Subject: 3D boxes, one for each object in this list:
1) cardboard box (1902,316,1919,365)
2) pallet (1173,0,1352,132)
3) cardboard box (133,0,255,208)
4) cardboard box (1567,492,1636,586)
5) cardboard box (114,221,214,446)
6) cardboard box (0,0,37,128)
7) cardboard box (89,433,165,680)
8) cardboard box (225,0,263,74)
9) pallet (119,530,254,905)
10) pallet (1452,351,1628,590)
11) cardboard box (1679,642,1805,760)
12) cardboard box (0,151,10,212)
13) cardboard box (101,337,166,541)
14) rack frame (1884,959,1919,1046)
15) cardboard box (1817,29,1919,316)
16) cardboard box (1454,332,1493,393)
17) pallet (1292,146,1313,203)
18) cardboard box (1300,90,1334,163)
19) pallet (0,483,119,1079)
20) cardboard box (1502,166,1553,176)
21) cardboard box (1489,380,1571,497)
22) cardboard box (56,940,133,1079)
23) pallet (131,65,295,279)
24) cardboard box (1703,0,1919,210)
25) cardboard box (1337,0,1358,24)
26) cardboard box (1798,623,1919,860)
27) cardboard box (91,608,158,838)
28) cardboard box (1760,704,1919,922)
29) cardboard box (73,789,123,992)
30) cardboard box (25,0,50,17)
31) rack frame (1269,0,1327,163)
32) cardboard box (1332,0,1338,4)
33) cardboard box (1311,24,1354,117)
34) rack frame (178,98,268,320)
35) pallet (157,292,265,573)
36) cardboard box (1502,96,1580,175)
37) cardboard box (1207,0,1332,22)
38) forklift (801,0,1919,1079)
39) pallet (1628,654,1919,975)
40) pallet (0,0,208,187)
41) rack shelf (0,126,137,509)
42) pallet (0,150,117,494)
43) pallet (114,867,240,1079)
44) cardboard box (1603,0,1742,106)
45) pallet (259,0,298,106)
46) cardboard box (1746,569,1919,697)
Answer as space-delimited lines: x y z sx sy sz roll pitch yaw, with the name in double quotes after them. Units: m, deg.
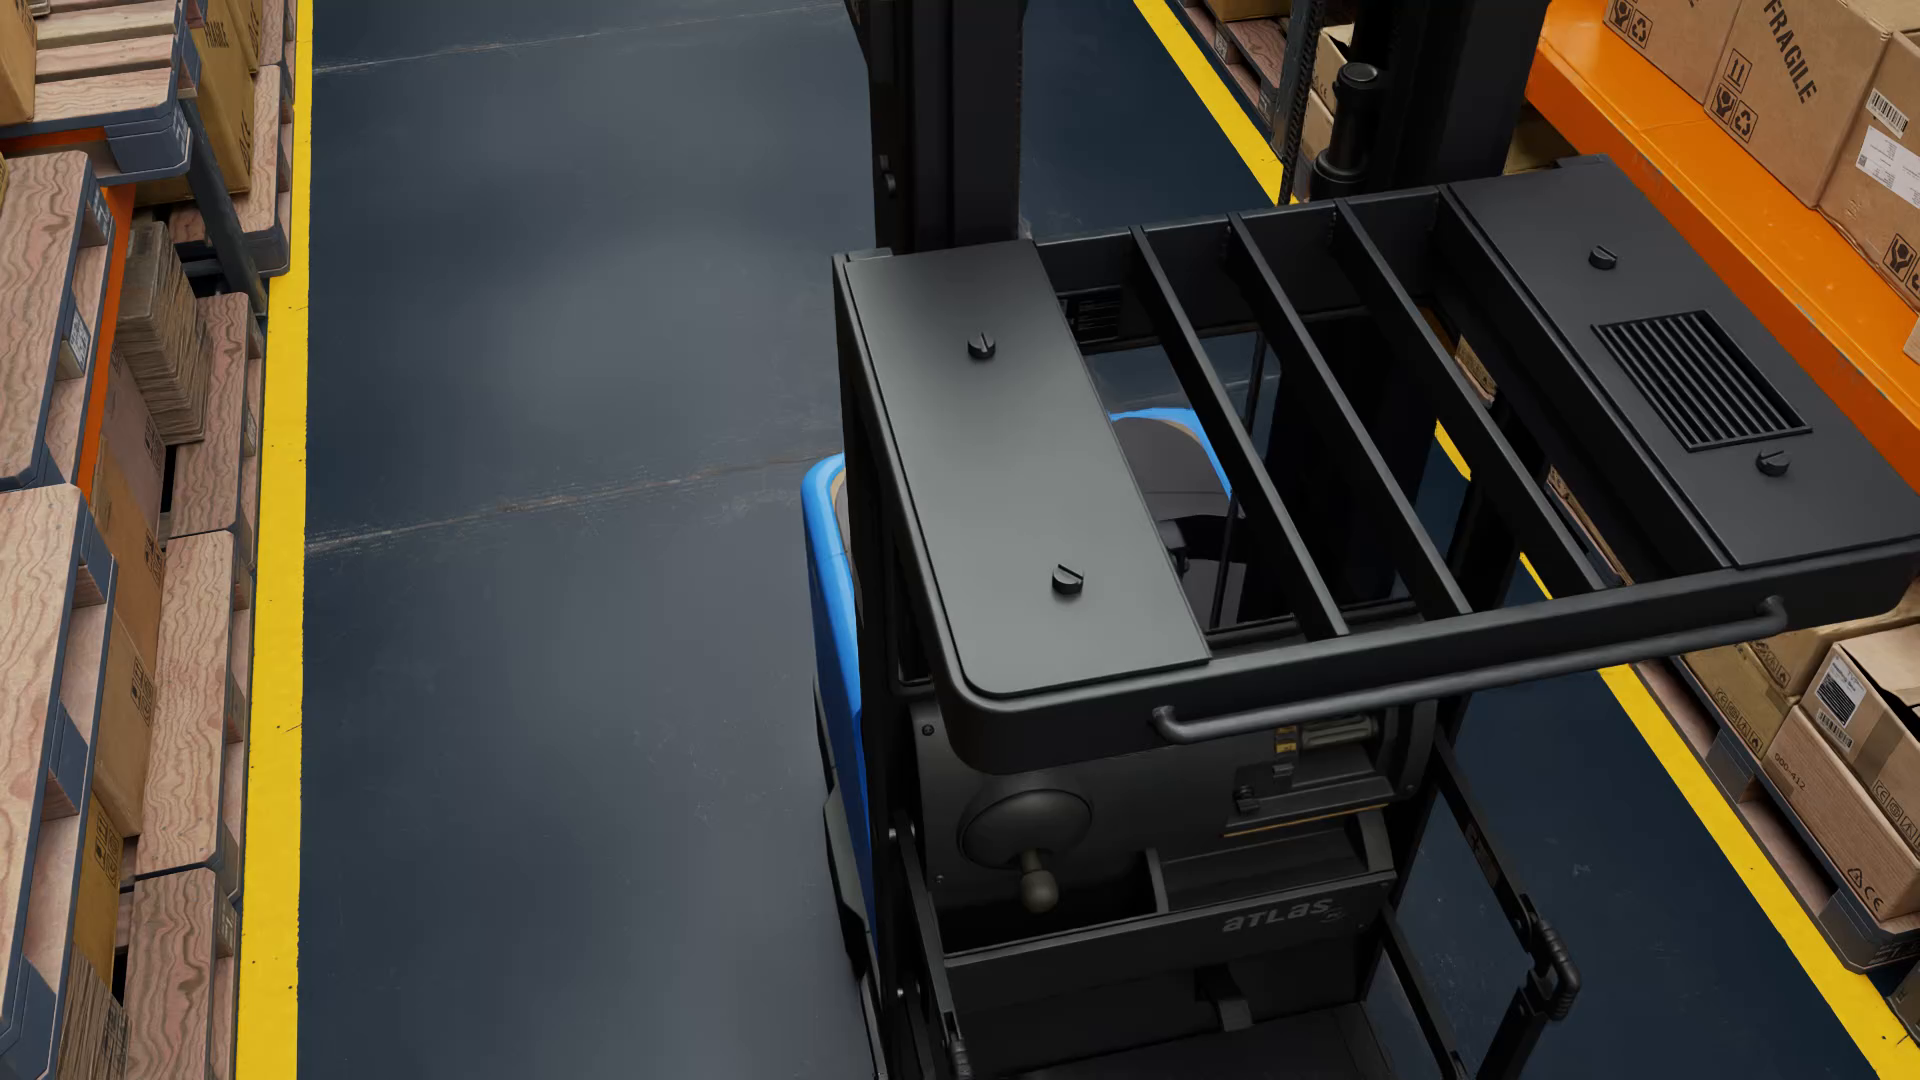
2.392 -0.481 3.716 0.396 0.266 0.258 -12 47 -11 "cardboard box"
1.616 -2.263 7.320 1.003 0.211 1.213 -11 47 -10 "pallet"
-3.078 -1.735 6.061 0.750 0.750 0.750 -11 47 -11 "cardboard box"
2.149 -0.076 4.855 0.500 0.250 0.500 -10 46 -9 "cardboard box"
-2.782 -0.600 5.180 0.700 0.500 0.500 -10 46 -10 "cardboard box"
-2.718 -1.294 4.040 0.700 0.500 0.500 -15 47 -14 "cardboard box"
-2.608 0.115 4.479 0.700 0.500 0.500 -11 47 -11 "cardboard box"
-3.297 -2.341 6.655 0.750 0.750 0.750 -11 47 -11 "cardboard box"
-2.510 0.548 4.565 1.003 0.211 1.213 -11 47 -10 "pallet"
2.252 -0.324 5.420 1.003 0.211 1.213 -11 47 -10 "pallet"
2.280 0.278 4.509 0.500 0.250 0.500 -11 47 -11 "cardboard box"
-2.547 -0.819 3.574 0.700 0.500 0.500 -11 47 -10 "cardboard box"
-2.763 -0.223 4.810 0.700 0.500 0.500 -11 47 -10 "cardboard box"
2.795 0.045 3.106 1.000 3.000 0.127 -11 47 -10 "rack frame"
2.479 -0.887 3.949 0.500 0.500 0.500 -8 46 -7 "cardboard box"
1.889 -0.781 5.547 0.500 0.250 0.500 -12 47 -11 "cardboard box"
1.944 -1.165 6.244 1.003 0.211 1.213 -11 47 -10 "pallet"
1.621 -1.486 6.237 0.500 0.250 0.500 -11 47 -10 "cardboard box"
-2.048 0.466 2.827 1.003 0.211 1.213 -11 47 -10 "pallet"
1.892 -0.969 5.338 0.500 0.311 0.500 -12 47 -11 "cardboard box"
2.020 -0.427 5.200 0.500 0.250 0.500 -10 46 -10 "cardboard box"
-2.198 1.169 3.446 0.700 0.500 0.500 -9 46 -9 "cardboard box"
-3.146 -1.390 6.465 1.003 0.211 1.213 -11 47 -10 "pallet"
2.351 -1.233 4.288 0.500 0.500 0.500 -11 47 -10 "cardboard box"
1.930 -2.362 6.907 0.500 0.500 0.500 -9 46 -9 "cardboard box"
2.414 0.437 3.960 0.500 0.311 0.500 -11 47 -10 "cardboard box"
-2.470 0.462 4.139 0.700 0.500 0.500 -10 46 -10 "cardboard box"
2.408 0.627 4.166 0.500 0.250 0.500 -11 47 -11 "cardboard box"
-2.378 0.822 3.787 0.700 0.500 0.500 -12 47 -11 "cardboard box"
-2.887 -1.675 4.413 0.700 0.500 0.500 -16 48 -15 "cardboard box"
1.771 -2.717 5.812 1.000 3.000 0.127 -11 47 -10 "rack frame"
1.791 -2.723 7.260 0.500 0.500 0.500 -12 47 -12 "cardboard box"
1.621 -1.682 6.037 0.500 0.311 0.500 -9 46 -9 "cardboard box"
-3.017 -1.808 4.922 1.000 3.000 0.127 -11 47 -10 "rack frame"
-2.818 -0.293 5.389 1.003 0.211 1.213 -11 47 -10 "pallet"
1.763 -1.321 5.683 0.500 0.311 0.500 -12 47 -11 "cardboard box"
1.304 -2.599 7.139 0.500 0.500 0.500 -9 46 -9 "cardboard box"
0.431 0.483 2.725 1.130 2.935 3.031 -9 46 -9 "forklift"
2.568 0.519 4.593 1.003 0.211 1.213 -11 47 -10 "pallet"
-2.732 -1.269 4.527 1.213 0.211 1.003 -11 47 -10 "pallet"
-2.505 -0.176 3.826 1.077 0.370 4.000 -11 47 -10 "rack shelf"
-2.471 -0.382 3.658 1.003 0.211 1.213 -11 47 -10 "pallet"
-2.194 1.392 3.738 1.003 0.211 1.213 -11 47 -10 "pallet"
2.216 -1.596 4.644 0.500 0.500 0.500 -13 47 -12 "cardboard box"
-3.455 -2.231 7.289 1.003 0.211 1.213 -11 47 -10 "pallet"
2.275 0.079 4.311 0.500 0.311 0.500 -10 46 -9 "cardboard box"
